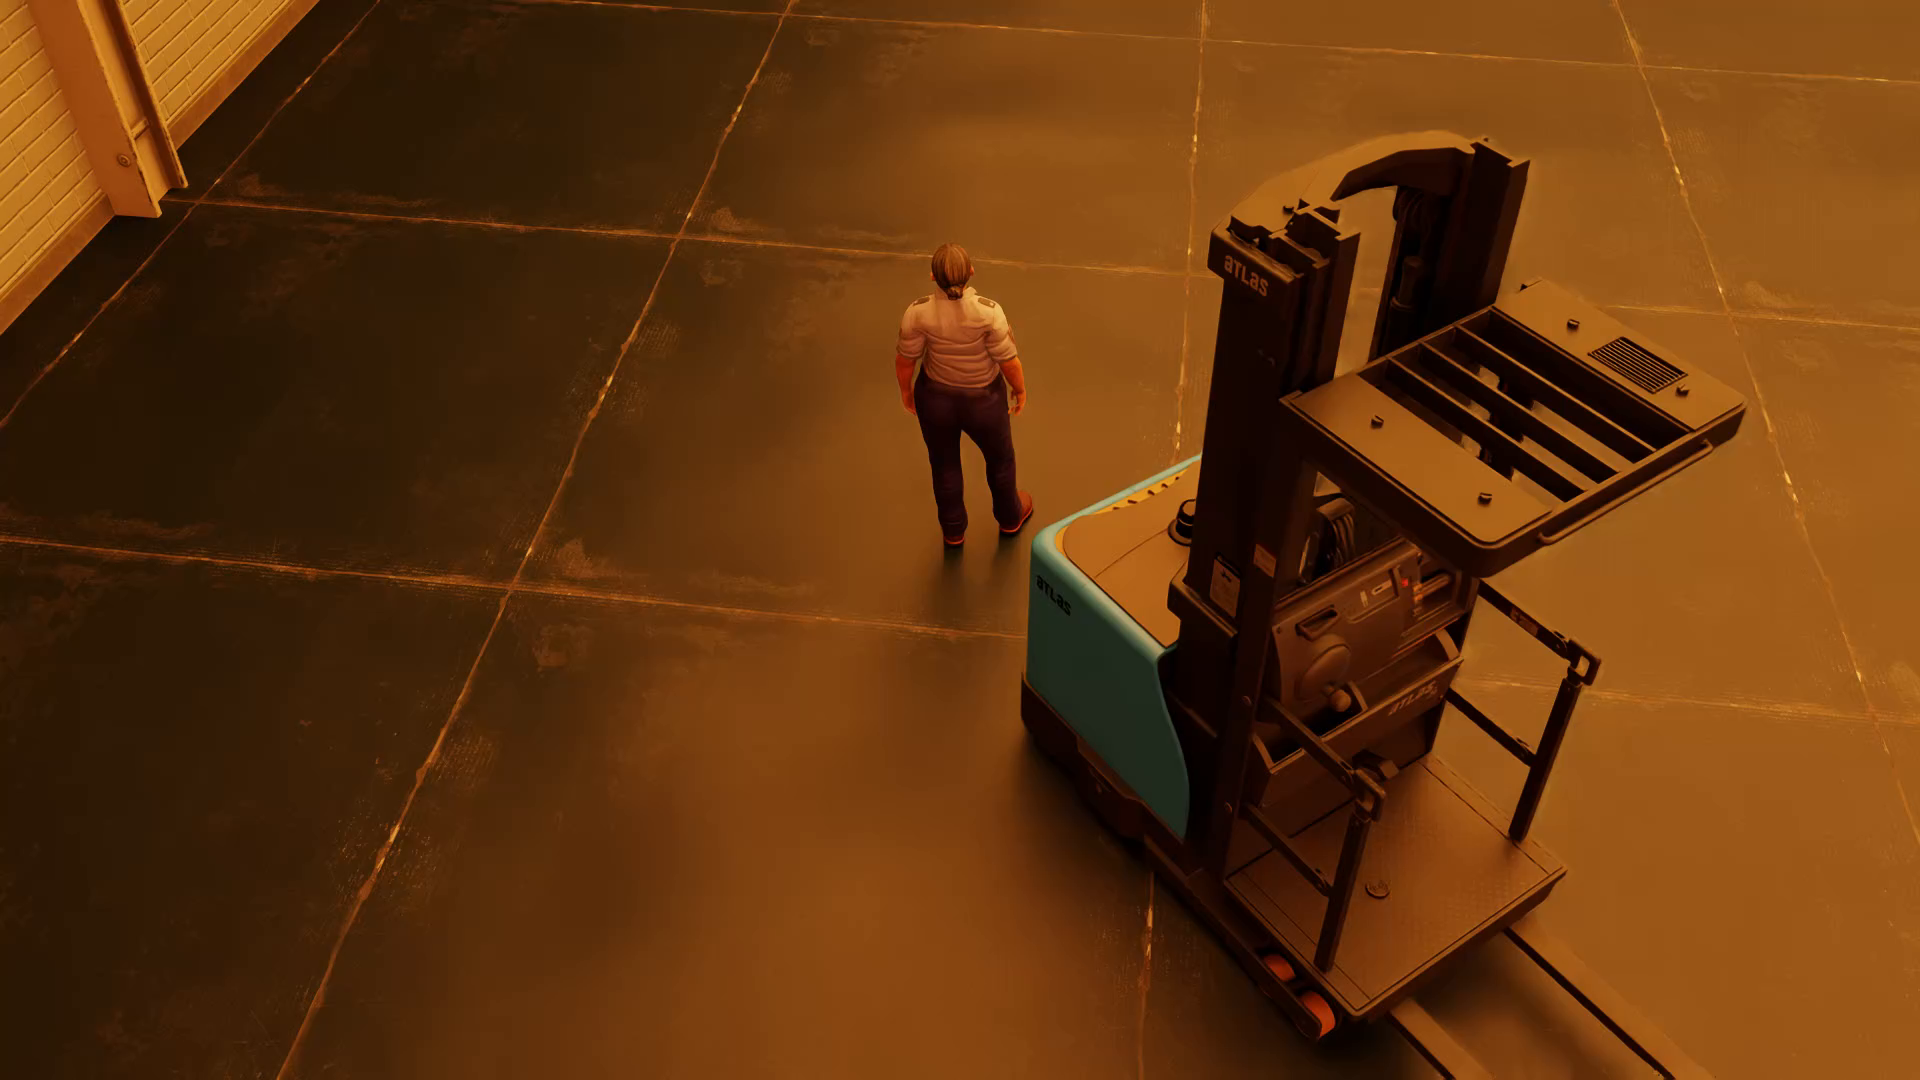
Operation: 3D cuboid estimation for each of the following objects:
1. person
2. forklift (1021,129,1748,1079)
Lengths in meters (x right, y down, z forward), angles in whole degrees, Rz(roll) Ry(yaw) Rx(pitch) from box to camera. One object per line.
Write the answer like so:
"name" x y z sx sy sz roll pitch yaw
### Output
"person" 0.034 -0.667 7.394 0.599 1.642 0.503 5 43 6
"forklift" 1.508 0.324 5.372 1.130 2.935 3.031 -25 48 -25
